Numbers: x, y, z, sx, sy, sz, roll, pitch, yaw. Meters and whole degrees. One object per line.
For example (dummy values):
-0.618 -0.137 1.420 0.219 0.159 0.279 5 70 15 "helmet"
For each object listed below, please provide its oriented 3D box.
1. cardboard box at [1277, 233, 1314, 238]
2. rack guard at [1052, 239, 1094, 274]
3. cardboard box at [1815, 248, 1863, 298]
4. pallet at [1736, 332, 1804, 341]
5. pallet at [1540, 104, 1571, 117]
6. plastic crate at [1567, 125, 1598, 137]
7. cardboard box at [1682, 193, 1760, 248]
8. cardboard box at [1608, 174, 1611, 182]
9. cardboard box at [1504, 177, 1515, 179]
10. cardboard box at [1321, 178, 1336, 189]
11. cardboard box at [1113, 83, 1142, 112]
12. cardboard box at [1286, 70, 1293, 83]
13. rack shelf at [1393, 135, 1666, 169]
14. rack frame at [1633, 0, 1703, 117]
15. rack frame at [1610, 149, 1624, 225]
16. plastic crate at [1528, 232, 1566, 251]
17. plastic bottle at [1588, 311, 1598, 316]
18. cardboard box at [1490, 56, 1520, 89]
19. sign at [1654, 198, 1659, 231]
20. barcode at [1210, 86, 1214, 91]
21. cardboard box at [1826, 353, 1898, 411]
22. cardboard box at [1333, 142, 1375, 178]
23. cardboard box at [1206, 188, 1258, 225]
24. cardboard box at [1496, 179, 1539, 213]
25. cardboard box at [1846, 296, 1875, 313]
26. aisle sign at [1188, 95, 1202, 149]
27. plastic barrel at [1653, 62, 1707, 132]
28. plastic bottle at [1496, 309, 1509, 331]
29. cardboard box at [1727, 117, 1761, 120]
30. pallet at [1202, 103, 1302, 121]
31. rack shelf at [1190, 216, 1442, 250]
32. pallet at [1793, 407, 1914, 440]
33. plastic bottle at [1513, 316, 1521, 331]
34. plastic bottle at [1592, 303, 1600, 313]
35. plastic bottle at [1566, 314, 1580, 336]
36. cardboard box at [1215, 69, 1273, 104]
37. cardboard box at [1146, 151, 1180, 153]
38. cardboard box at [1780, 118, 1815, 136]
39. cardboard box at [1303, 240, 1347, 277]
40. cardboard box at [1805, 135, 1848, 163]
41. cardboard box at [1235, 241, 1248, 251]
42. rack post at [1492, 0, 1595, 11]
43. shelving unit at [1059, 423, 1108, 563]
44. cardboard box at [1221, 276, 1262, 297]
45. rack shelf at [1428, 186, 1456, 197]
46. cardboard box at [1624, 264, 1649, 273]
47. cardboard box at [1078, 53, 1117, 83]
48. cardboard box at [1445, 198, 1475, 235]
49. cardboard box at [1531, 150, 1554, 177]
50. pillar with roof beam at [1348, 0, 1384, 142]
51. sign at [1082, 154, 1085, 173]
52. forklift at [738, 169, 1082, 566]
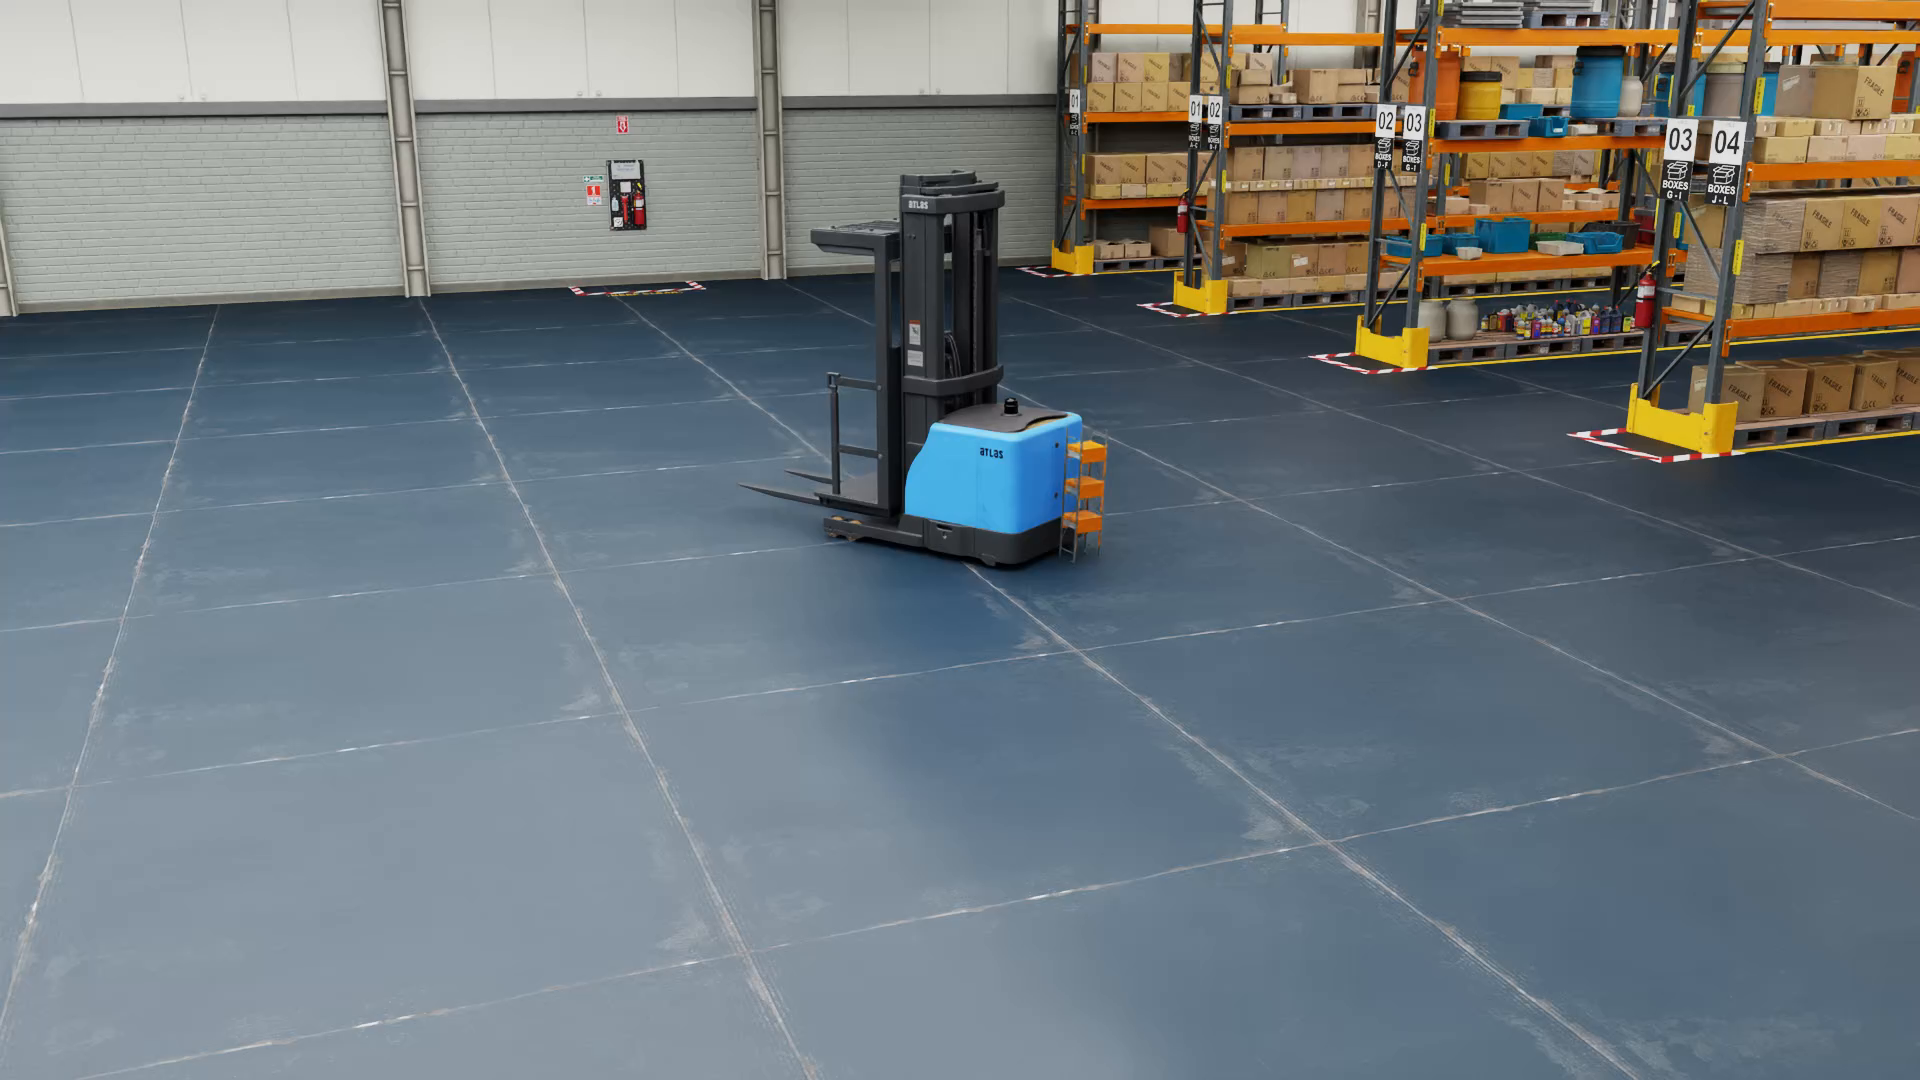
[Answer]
6.392 -5.853 31.862 0.500 0.500 0.700 -6 17 -18 "cardboard box"
2.047 -5.168 30.309 0.348 0.500 1.175 -6 17 -20 "rack guard"
8.723 -2.810 17.137 0.500 0.500 0.875 -6 17 -20 "cardboard box"
11.116 -3.032 23.548 1.213 0.211 1.003 -6 17 -20 "pallet"
9.577 -7.006 27.145 1.213 0.211 1.003 -5 17 -18 "pallet"
7.902 -5.201 21.129 0.396 0.136 0.243 -6 17 -20 "plastic crate"
7.718 -3.241 16.830 0.500 0.500 0.500 -6 17 -20 "cardboard box"
12.967 -7.350 33.714 0.250 0.149 0.380 -6 17 -20 "cardboard box"
10.783 -7.141 33.003 0.250 0.149 0.380 -6 17 -19 "cardboard box"
5.631 -5.553 25.857 0.250 0.149 0.380 -6 17 -20 "cardboard box"
2.892 -7.869 29.535 0.500 0.500 0.500 -5 17 -16 "cardboard box"
6.250 -8.486 30.924 0.500 0.500 0.500 -4 17 -12 "cardboard box"
7.388 -5.049 21.420 4.000 0.370 1.077 -6 17 -20 "rack shelf"
9.256 -7.035 21.583 0.127 3.000 1.000 -6 17 -20 "rack frame"
13.181 -7.569 34.051 0.127 3.000 1.000 -6 17 -20 "rack frame"
7.887 -3.992 22.245 0.662 0.188 0.450 -6 17 -20 "plastic crate"
8.502 -2.937 22.329 0.135 0.276 0.152 -6 17 -20 "plastic bottle"
8.601 -7.504 26.693 0.500 0.500 0.500 -4 17 -15 "cardboard box"
7.113 -3.305 16.913 0.005 0.325 0.100 -6 17 -20 "sign"
3.861 -6.932 25.525 0.075 0.075 0.001 -6 17 -20 "barcode"
9.557 -1.682 17.695 0.500 0.500 0.500 -8 18 -25 "cardboard box"
6.136 -5.982 26.166 0.500 0.500 0.700 -6 17 -20 "cardboard box"
4.192 -5.148 25.629 0.500 0.500 0.700 -6 17 -20 "cardboard box"
9.170 -5.685 27.455 0.500 0.500 0.500 -6 17 -20 "cardboard box"
9.080 -2.421 16.965 0.250 0.149 0.380 -6 17 -20 "cardboard box"
3.585 -6.375 25.368 0.004 0.787 0.394 -6 17 -20 "aisle sign"
9.653 -5.944 22.304 0.708 0.901 0.600 -6 17 -20 "plastic barrel"
7.324 -2.976 22.462 0.135 0.276 0.152 -6 17 -20 "plastic bottle"
7.726 -4.114 16.518 0.250 0.149 0.380 -7 18 -22 "cardboard box"
4.421 -6.518 25.303 1.213 0.211 1.003 -6 17 -20 "pallet"
5.619 -4.913 26.282 4.000 0.370 1.077 -6 17 -20 "rack shelf"
9.273 -1.314 17.698 1.213 0.211 1.003 -6 17 -20 "pallet"
7.516 -2.923 22.414 0.097 0.201 0.097 0 16 0 "plastic bottle"
8.802 -3.141 23.034 0.097 0.271 0.097 0 16 0 "plastic bottle"
8.124 -2.852 22.041 0.135 0.276 0.152 -6 17 -19 "plastic bottle"
4.290 -6.871 25.171 0.637 0.503 0.797 -5 17 -16 "cardboard box"
3.765 -6.913 30.714 0.500 0.500 0.500 -6 17 -19 "cardboard box"
8.101 -4.034 16.246 0.250 0.149 0.380 -6 18 -21 "cardboard box"
5.734 -4.445 26.214 0.500 0.500 0.500 -6 17 -20 "cardboard box"
8.315 -3.851 16.332 0.500 0.250 0.500 -7 18 -21 "cardboard box"
5.222 -5.553 31.431 0.250 0.166 0.380 -9 18 -27 "cardboard box"
7.319 -6.799 20.913 0.954 0.300 0.937 -7 18 -21 "rack post"
0.961 -0.364 12.950 0.252 1.050 0.215 -9 21 -33 "shelving unit"
4.332 -3.934 25.807 0.500 0.250 0.500 -6 17 -20 "cardboard box"
7.579 -6.619 32.092 4.000 0.370 1.077 -6 17 -20 "rack shelf"
11.750 -4.846 28.431 0.500 0.500 0.500 -5 17 -18 "cardboard box"
2.422 -8.311 29.265 0.500 0.500 0.500 -8 18 -24 "cardboard box"
10.180 -6.376 33.056 0.750 0.750 0.750 -6 18 -21 "cardboard box"
11.431 -7.503 33.083 0.500 0.500 0.500 -6 17 -19 "cardboard box"
9.463 -9.008 28.304 0.400 9.000 9.100 -6 17 -20 "pillar with roof beam"
2.170 -6.632 29.323 0.005 0.325 0.100 -6 17 -20 "sign"
-0.509 -1.509 13.533 3.031 2.935 1.130 11 20 34 "forklift"
